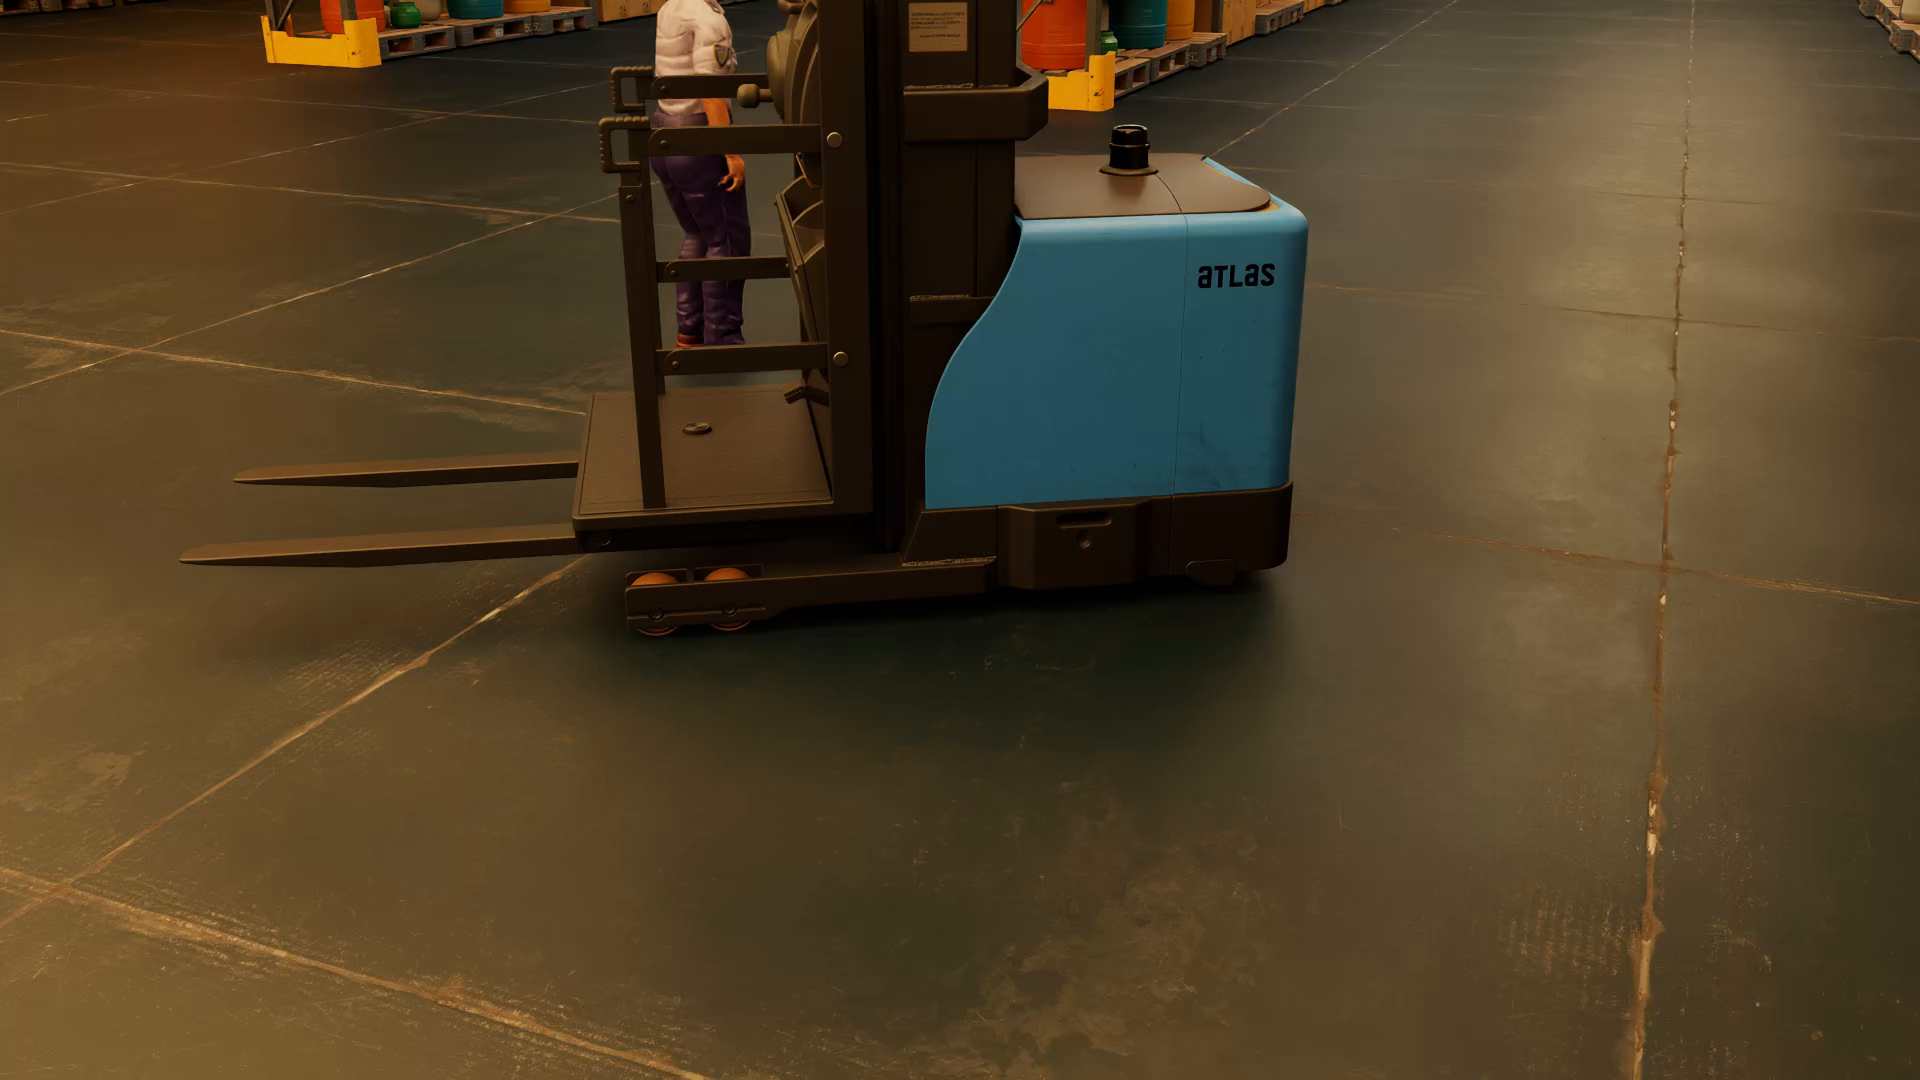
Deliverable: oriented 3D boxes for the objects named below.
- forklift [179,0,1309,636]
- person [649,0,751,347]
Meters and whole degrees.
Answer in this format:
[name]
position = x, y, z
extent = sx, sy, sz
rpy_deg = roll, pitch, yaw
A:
[forklift]
position = -0.622, -1.313, 4.434
extent = 3.031, 2.935, 1.130
rpy_deg = -4, 23, -9
[person]
position = -1.026, -1.541, 6.642
extent = 0.370, 1.651, 0.566
rpy_deg = -13, 26, -29
